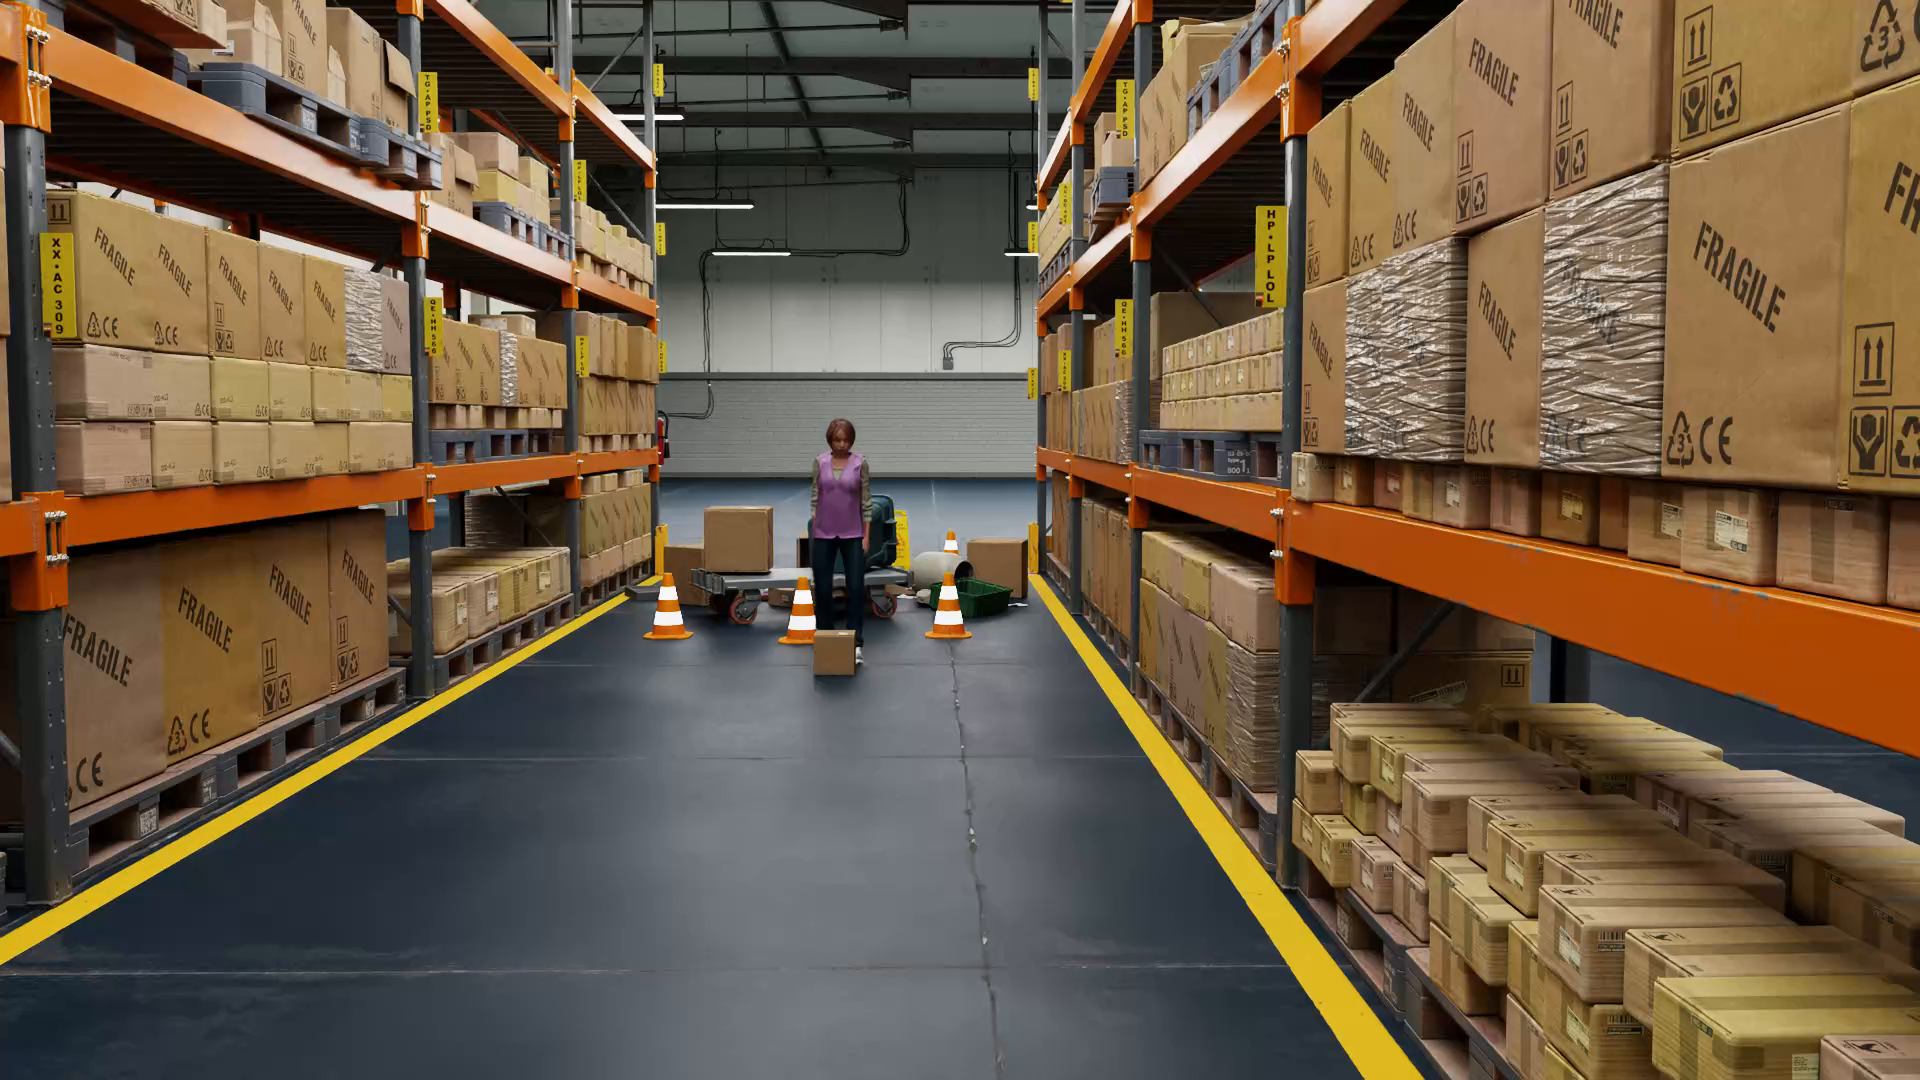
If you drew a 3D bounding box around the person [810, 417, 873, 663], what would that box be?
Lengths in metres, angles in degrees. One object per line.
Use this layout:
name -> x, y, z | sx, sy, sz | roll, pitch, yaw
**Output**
person -> -0.763, 0.002, 10.771 | 0.407, 1.594, 0.301 | 0, 4, 0
